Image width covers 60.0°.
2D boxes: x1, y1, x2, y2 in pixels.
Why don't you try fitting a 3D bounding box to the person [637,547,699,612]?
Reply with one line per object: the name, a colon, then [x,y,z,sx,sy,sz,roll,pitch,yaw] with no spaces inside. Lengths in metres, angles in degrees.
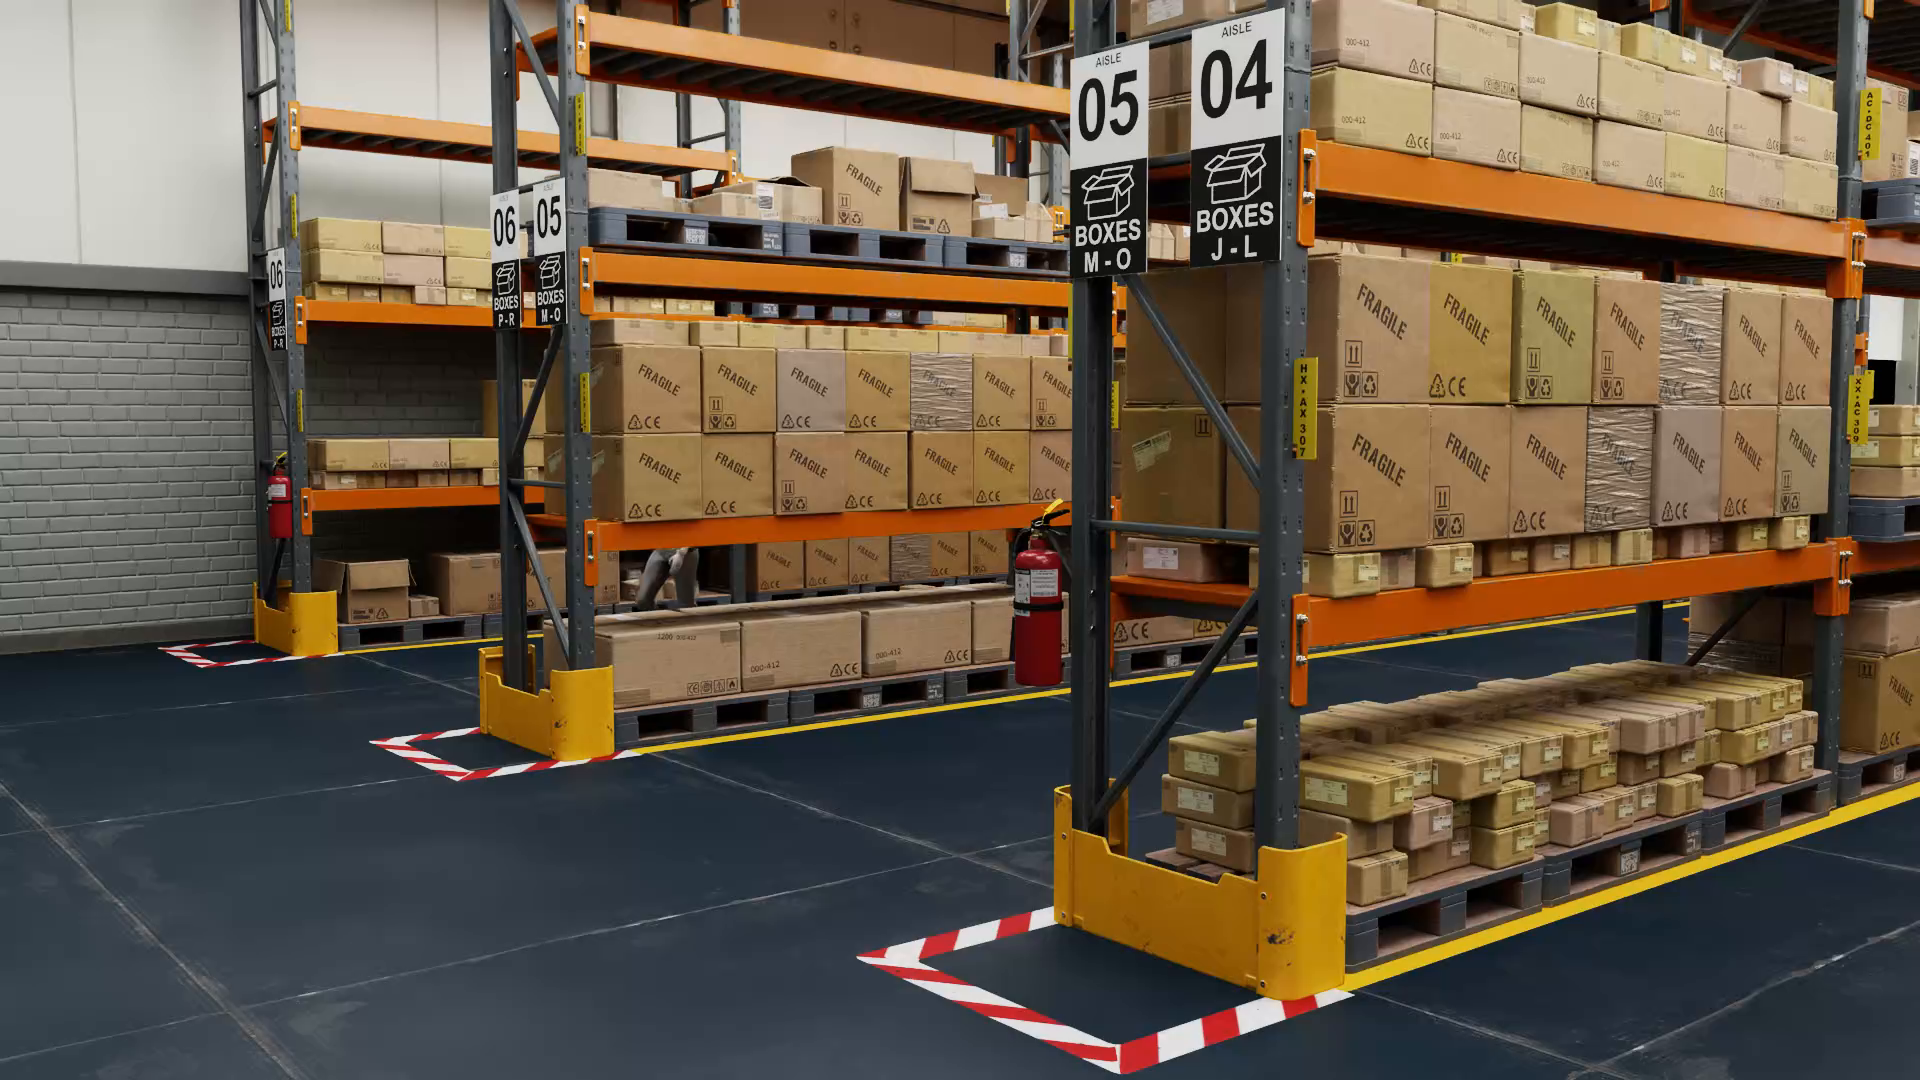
person: [2.990,-0.178,13.011,7.954,2.202,7.570,3,5,36]
